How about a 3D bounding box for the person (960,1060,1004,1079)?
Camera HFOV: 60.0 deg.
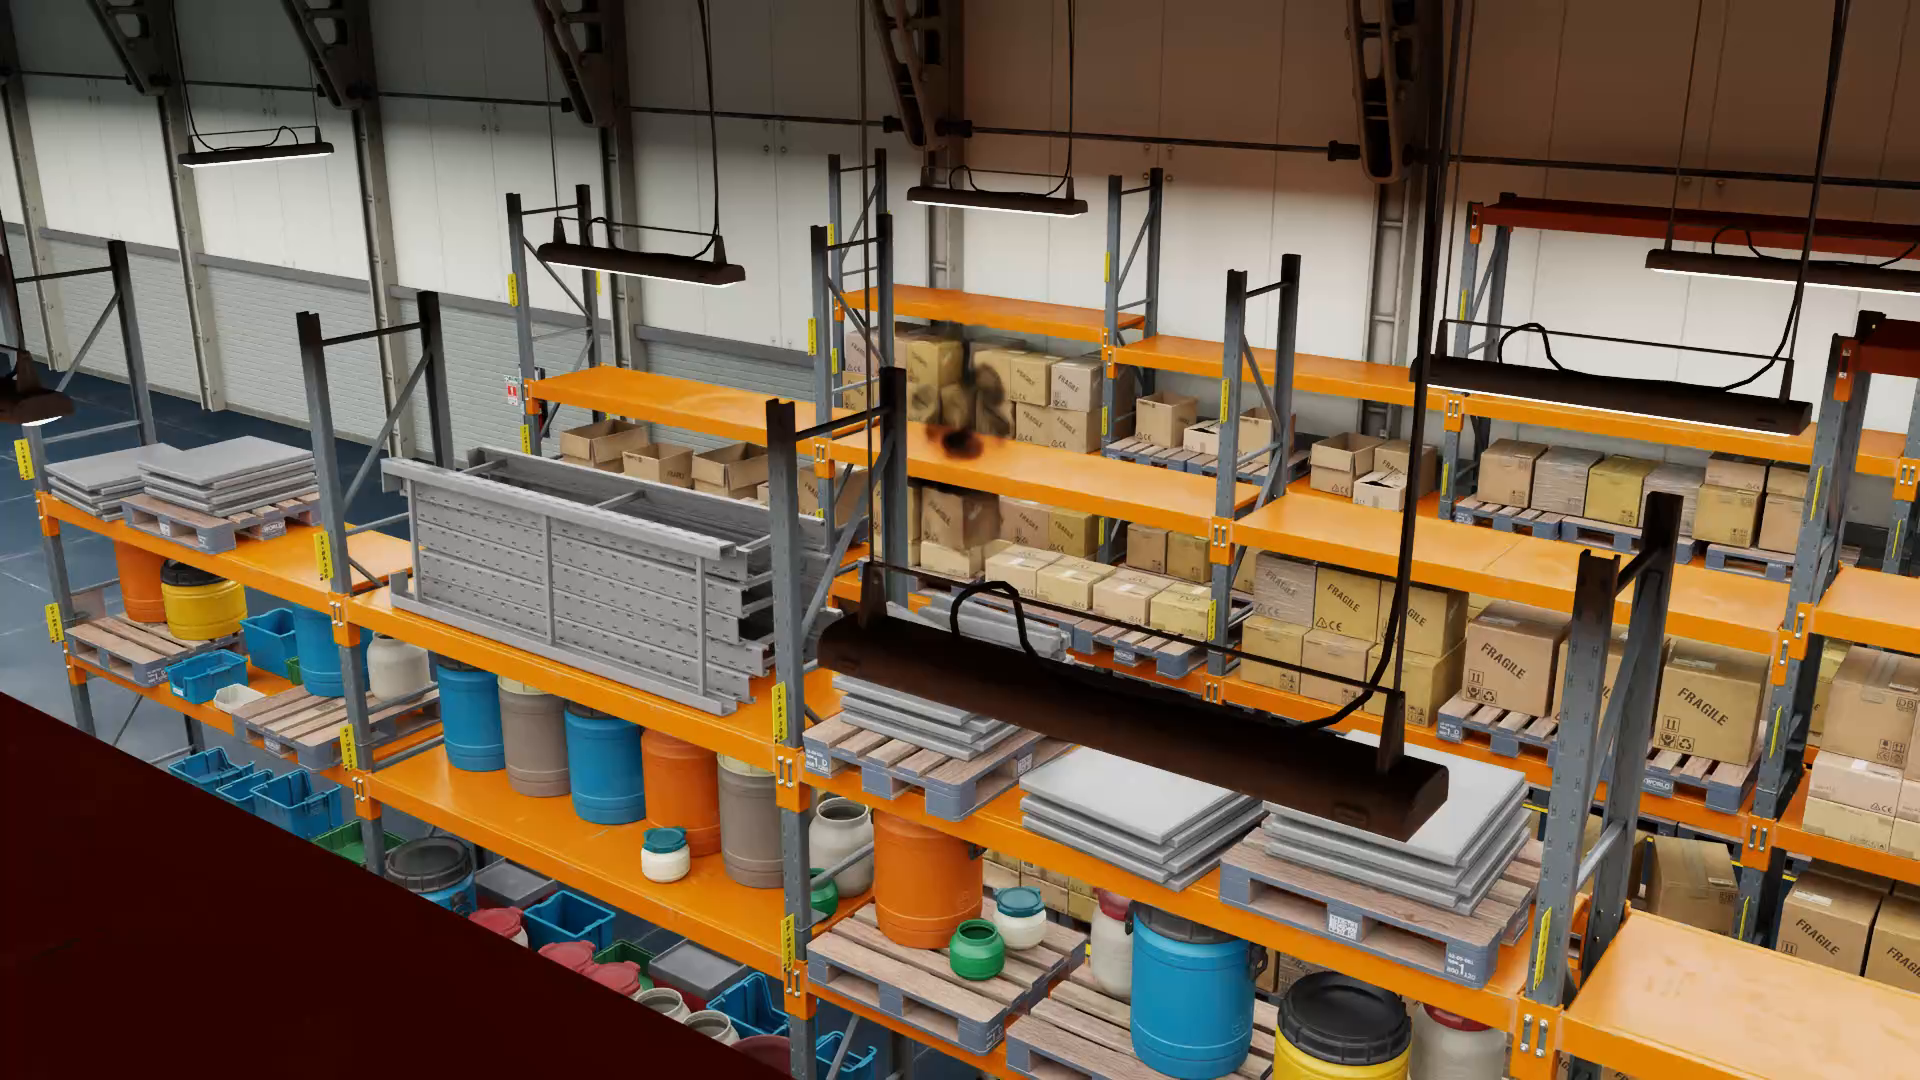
[{"bbox_3d":[0.179,3.423,12.304,0.590,1.647,0.589,8,20,24],"label":"person"}]
